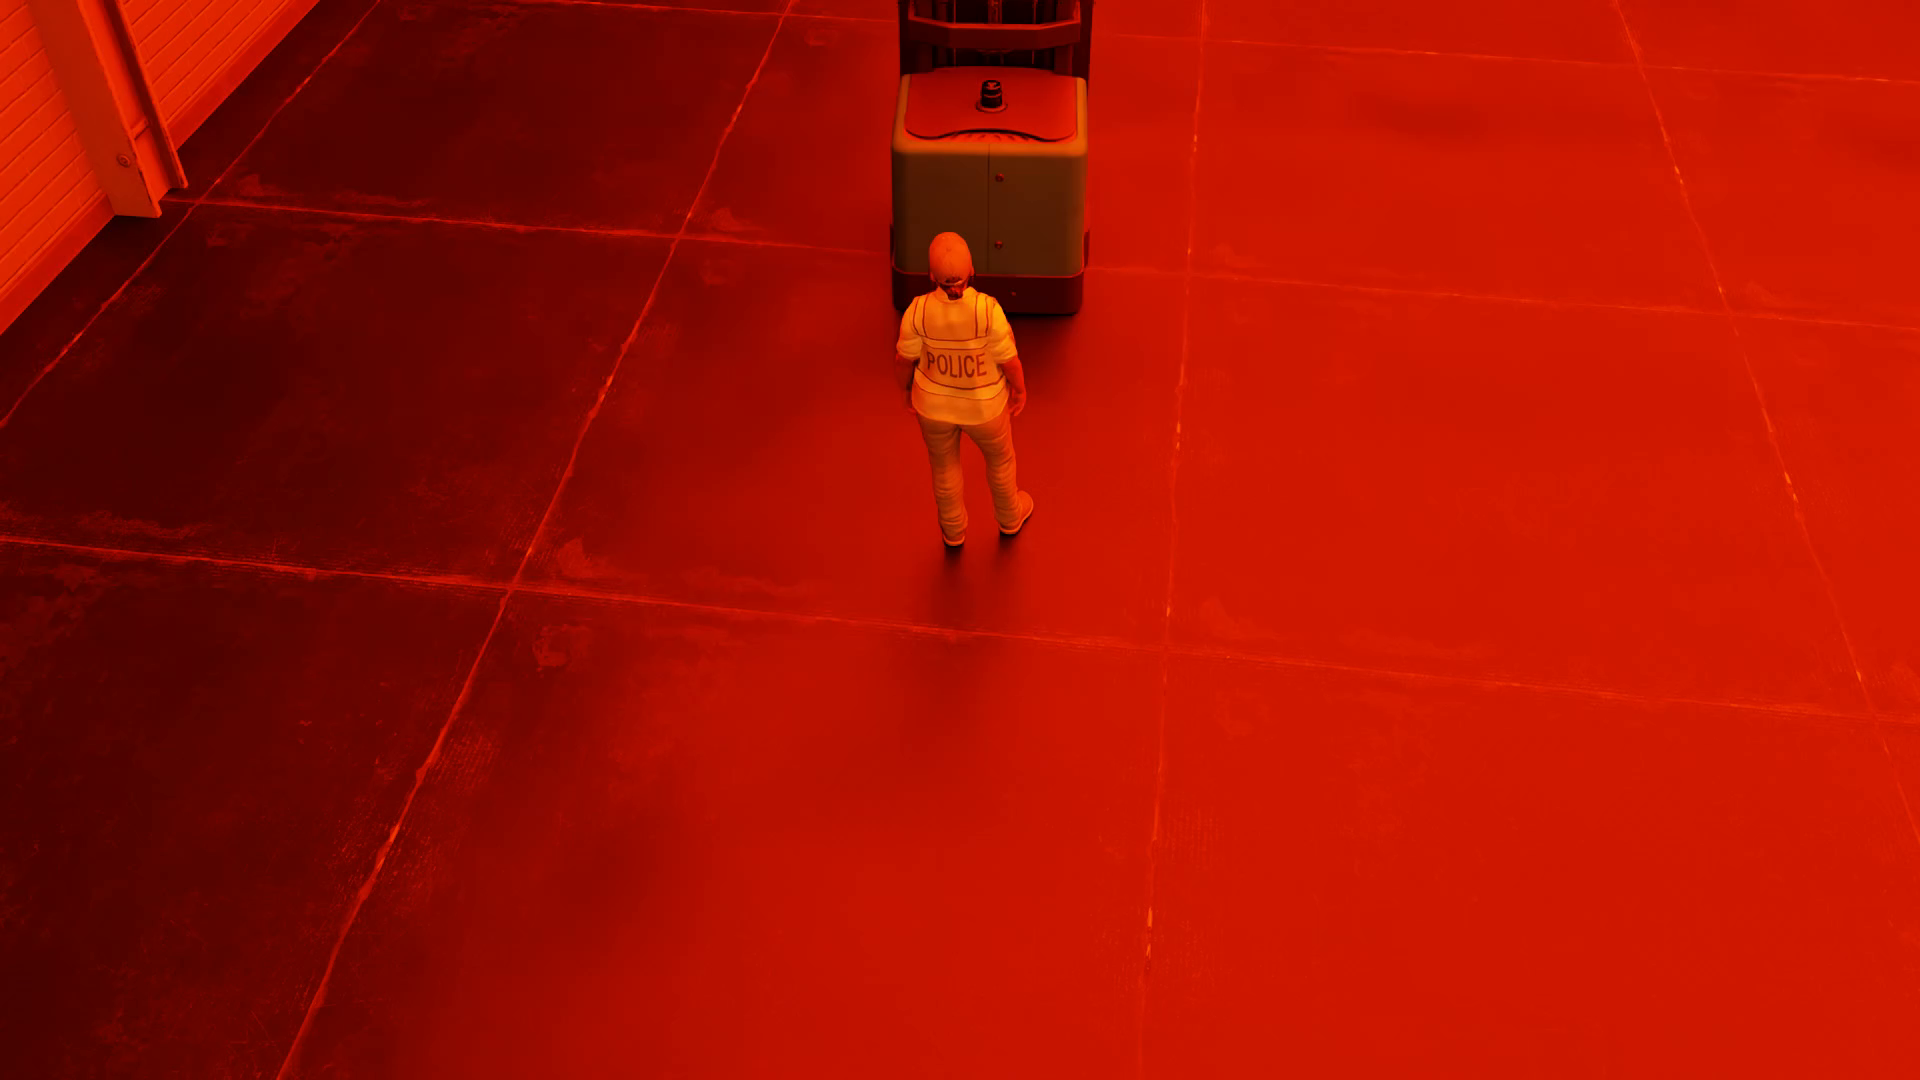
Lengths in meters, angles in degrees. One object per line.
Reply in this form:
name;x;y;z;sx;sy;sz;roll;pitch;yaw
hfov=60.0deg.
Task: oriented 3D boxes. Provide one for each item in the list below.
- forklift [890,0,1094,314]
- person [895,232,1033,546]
forklift;0.210;-3.303;9.320;1.130;2.935;3.031;2;43;2
person;0.032;-0.669;7.376;0.599;1.670;0.529;5;43;6
